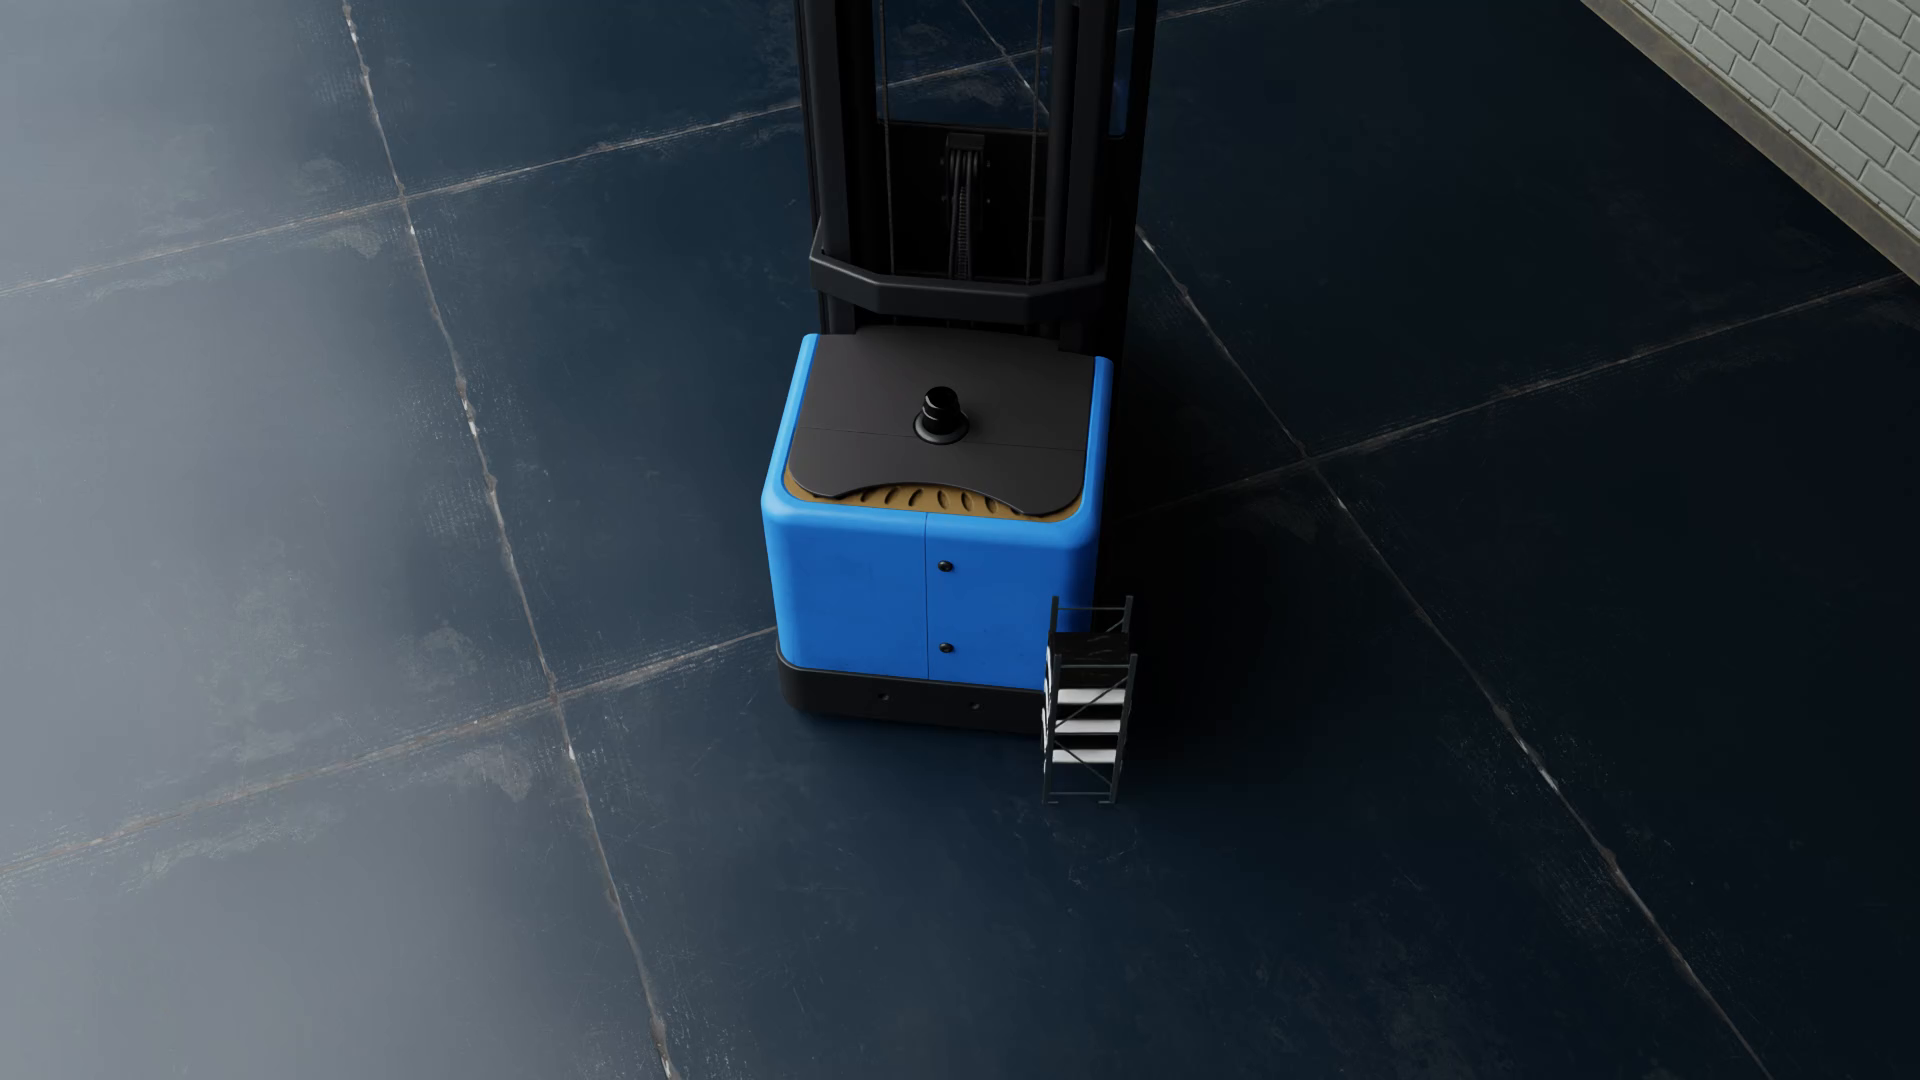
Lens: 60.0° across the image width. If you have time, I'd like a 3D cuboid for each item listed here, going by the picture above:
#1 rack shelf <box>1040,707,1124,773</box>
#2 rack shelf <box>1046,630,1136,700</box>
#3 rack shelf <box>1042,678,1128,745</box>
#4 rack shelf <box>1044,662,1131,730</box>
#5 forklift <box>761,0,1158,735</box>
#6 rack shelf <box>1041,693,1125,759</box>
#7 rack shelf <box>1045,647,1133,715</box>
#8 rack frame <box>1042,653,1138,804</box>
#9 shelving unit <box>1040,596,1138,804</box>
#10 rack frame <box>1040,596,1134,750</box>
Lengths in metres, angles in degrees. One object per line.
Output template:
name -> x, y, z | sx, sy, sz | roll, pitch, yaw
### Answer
rack shelf -> 0.392, 0.646, 5.374 | 0.258, 0.077, 0.200 | 0, 53, 0
rack shelf -> 0.392, 0.376, 5.014 | 0.258, 0.077, 0.200 | 0, 53, 0
rack shelf -> 0.392, 0.538, 5.230 | 0.258, 0.077, 0.200 | 0, 53, 0
rack shelf -> 0.392, 0.484, 5.158 | 0.258, 0.077, 0.200 | 0, 53, 0
forklift -> 0.073, -1.426, 5.543 | 1.130, 2.935, 3.031 | 5, 50, 4
rack shelf -> 0.392, 0.592, 5.302 | 0.258, 0.077, 0.200 | 0, 53, 0
rack shelf -> 0.392, 0.430, 5.086 | 0.258, 0.077, 0.200 | 0, 53, 0
rack frame -> 0.393, 0.599, 5.143 | 0.240, 0.900, 0.006 | 0, 53, 0
shelving unit -> 0.392, 0.518, 5.204 | 0.258, 0.900, 0.210 | 0, 53, 0
rack frame -> 0.392, 0.437, 5.265 | 0.240, 0.900, 0.006 | 0, 53, 0
